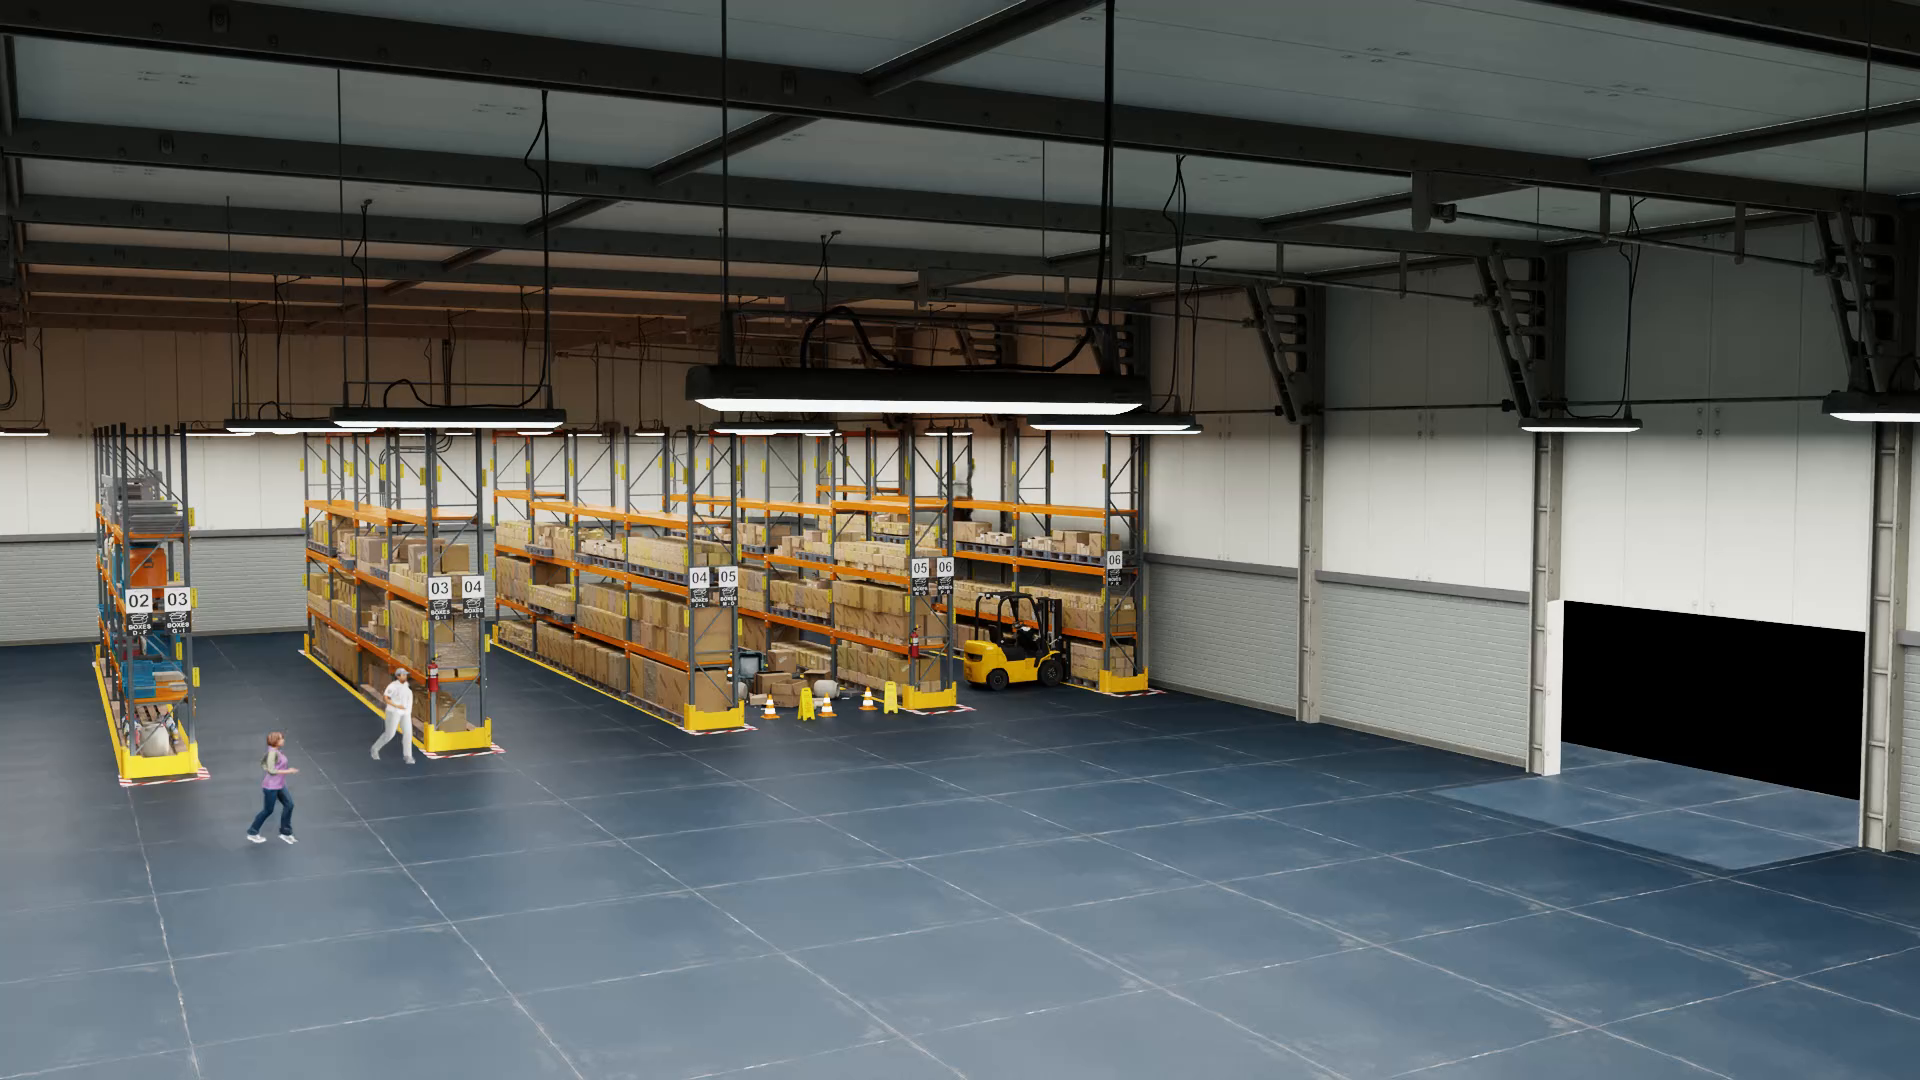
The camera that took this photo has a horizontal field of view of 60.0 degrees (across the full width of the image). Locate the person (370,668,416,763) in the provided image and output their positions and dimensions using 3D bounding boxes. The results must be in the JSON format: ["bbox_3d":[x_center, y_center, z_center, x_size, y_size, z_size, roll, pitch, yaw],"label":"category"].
[{"bbox_3d":[-9.965,3.107,29.555,0.925,1.649,0.671,2,4,28],"label":"person"}]

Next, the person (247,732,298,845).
[{"bbox_3d":[-9.669,3.512,23.387,0.722,1.641,0.522,0,3,-6],"label":"person"}]
